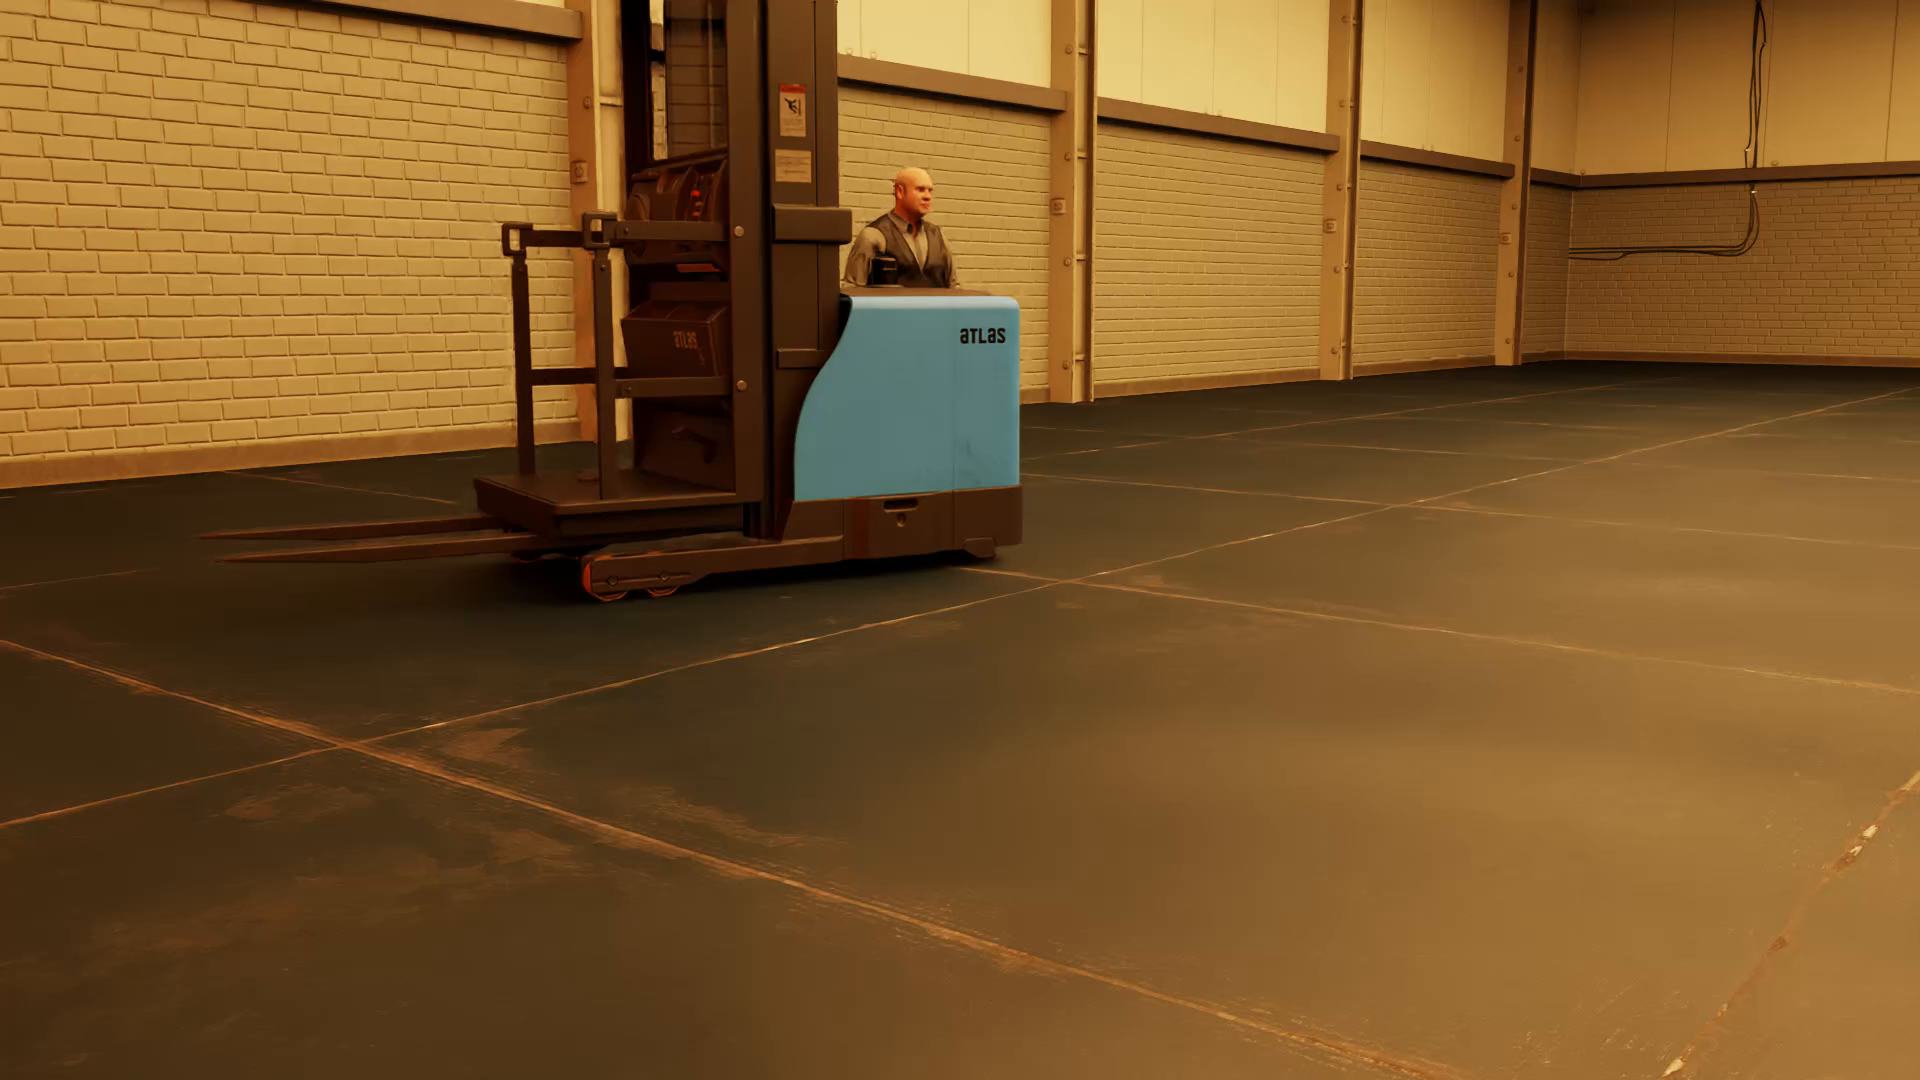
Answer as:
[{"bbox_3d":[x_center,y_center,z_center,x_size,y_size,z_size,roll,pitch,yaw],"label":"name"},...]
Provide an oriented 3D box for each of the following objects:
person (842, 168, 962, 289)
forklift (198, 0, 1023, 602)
[{"bbox_3d":[-0.239,-0.965,8.174,0.769,1.694,0.408,-6,10,-34],"label":"person"},{"bbox_3d":[-1.272,-1.318,6.291,3.031,2.935,1.130,-5,10,-31],"label":"forklift"}]
